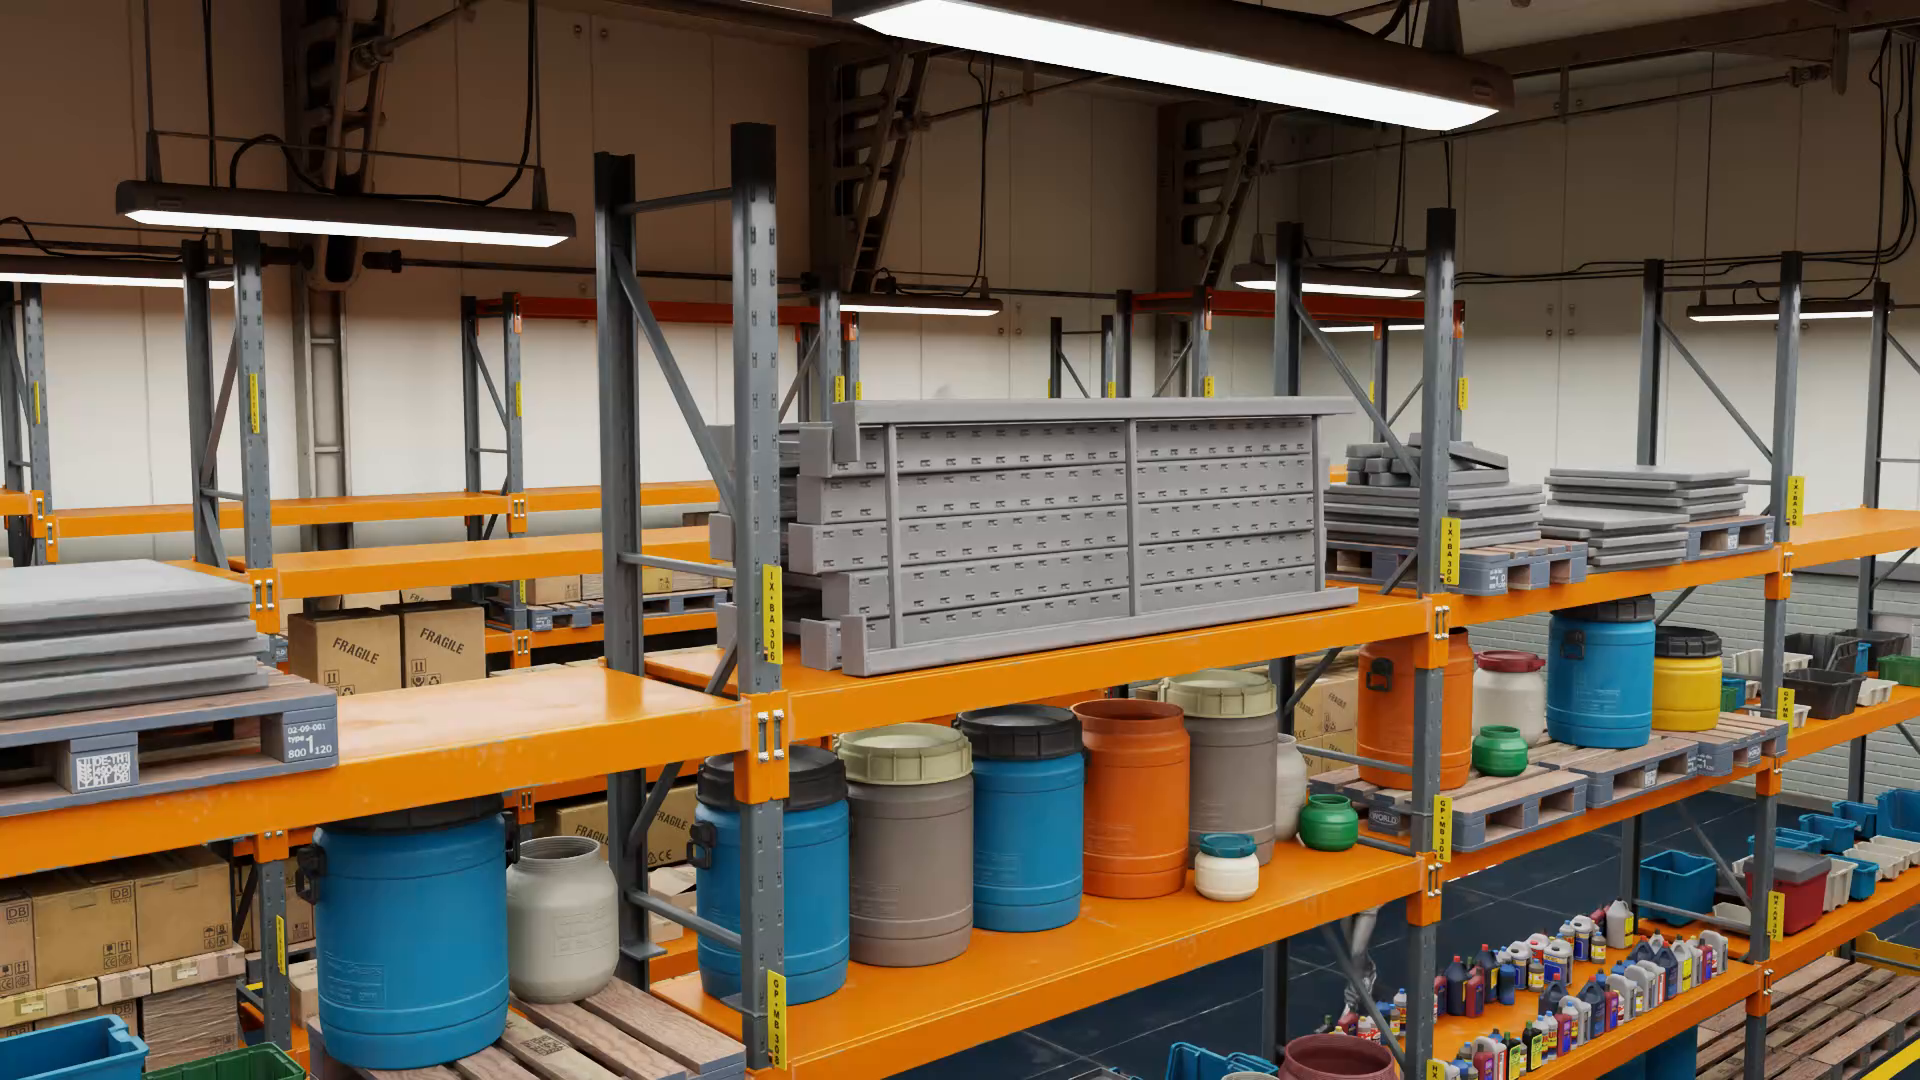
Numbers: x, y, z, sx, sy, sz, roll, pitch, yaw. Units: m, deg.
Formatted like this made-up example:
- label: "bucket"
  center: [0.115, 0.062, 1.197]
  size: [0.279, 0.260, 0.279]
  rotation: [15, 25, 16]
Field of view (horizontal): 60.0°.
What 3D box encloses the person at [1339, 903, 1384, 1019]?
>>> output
- label: "person"
  center: [3.265, 3.062, 13.655]
  size: [0.531, 1.621, 0.805]
  rotation: [4, 7, 38]
